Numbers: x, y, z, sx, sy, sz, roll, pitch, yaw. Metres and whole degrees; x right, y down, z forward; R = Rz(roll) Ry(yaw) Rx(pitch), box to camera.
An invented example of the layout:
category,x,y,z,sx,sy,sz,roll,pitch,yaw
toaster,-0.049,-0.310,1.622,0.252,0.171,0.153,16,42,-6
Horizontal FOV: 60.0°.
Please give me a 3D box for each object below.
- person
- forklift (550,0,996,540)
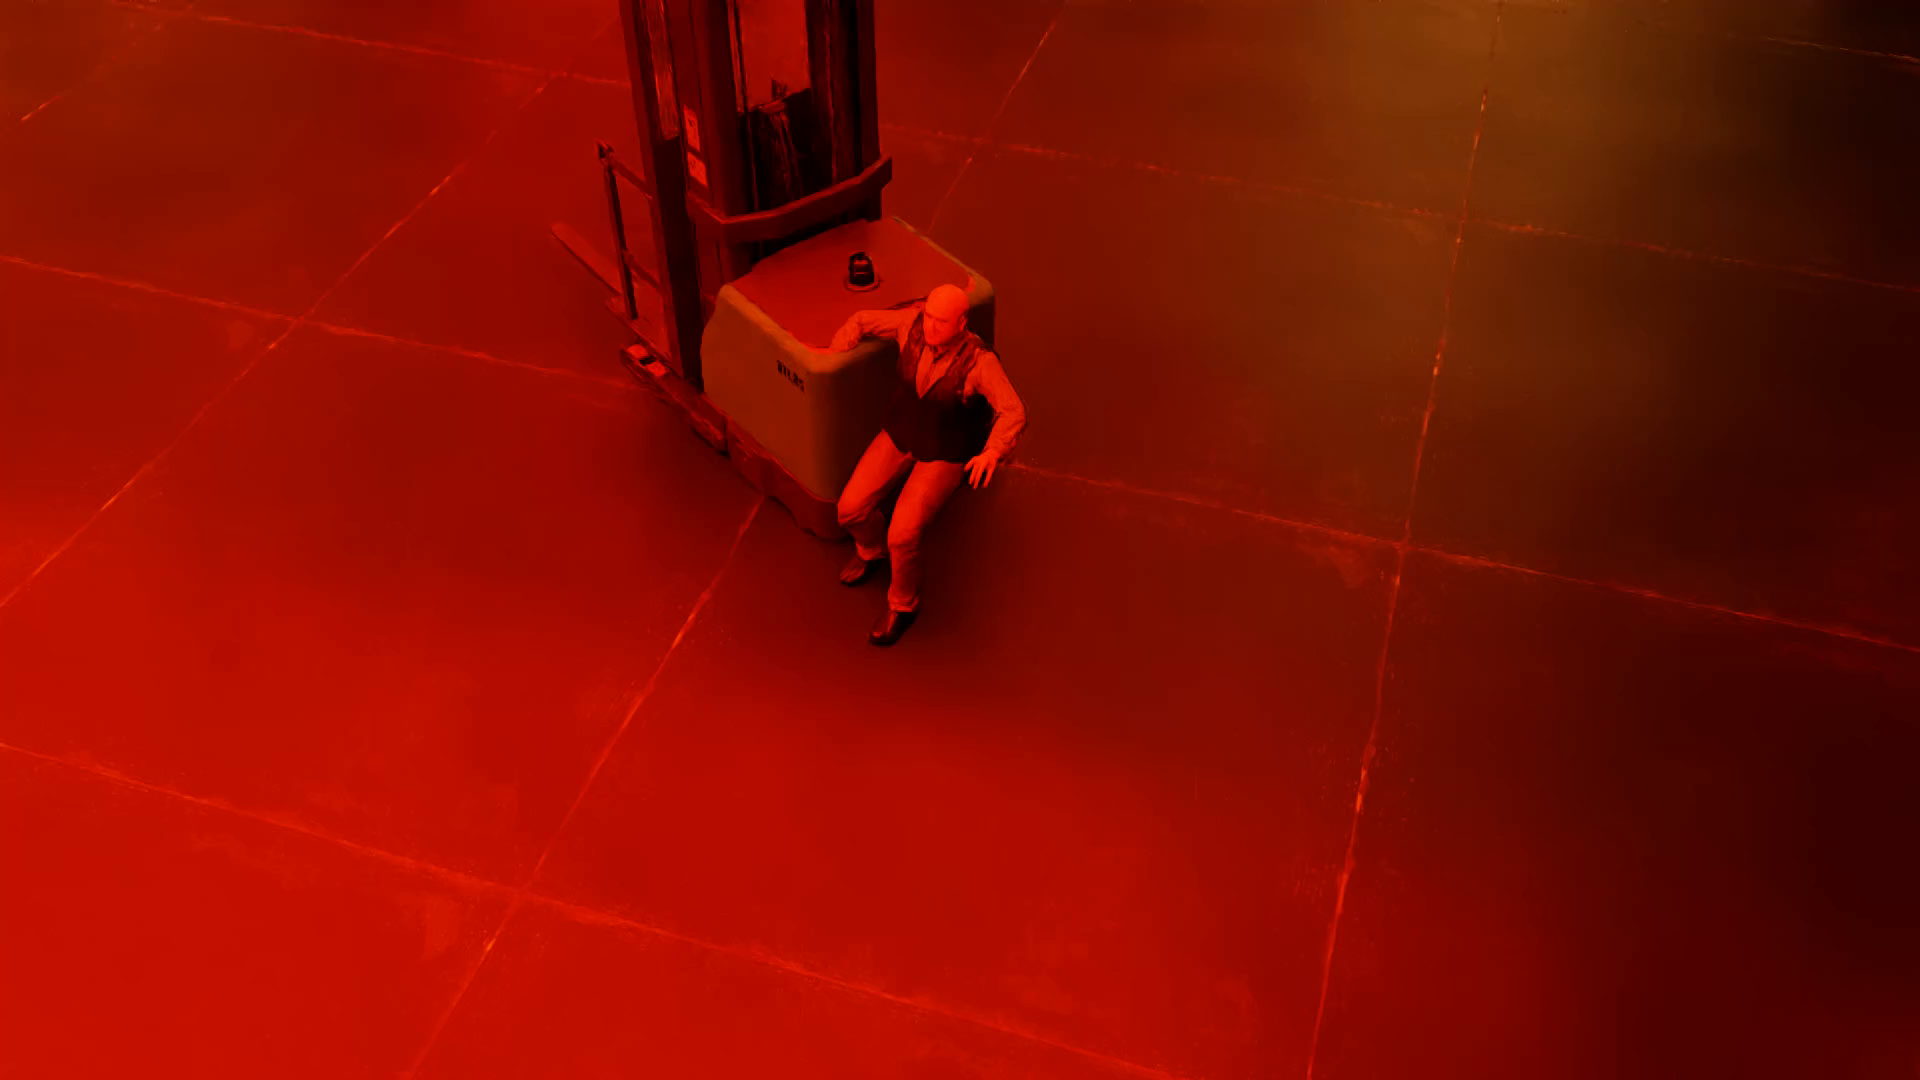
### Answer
category,x,y,z,sx,sy,sz,roll,pitch,yaw
person,-0.241,-0.346,7.121,1.057,1.495,0.865,18,46,19
forklift,-1.131,-2.023,7.863,1.130,2.935,3.031,-28,50,-27
